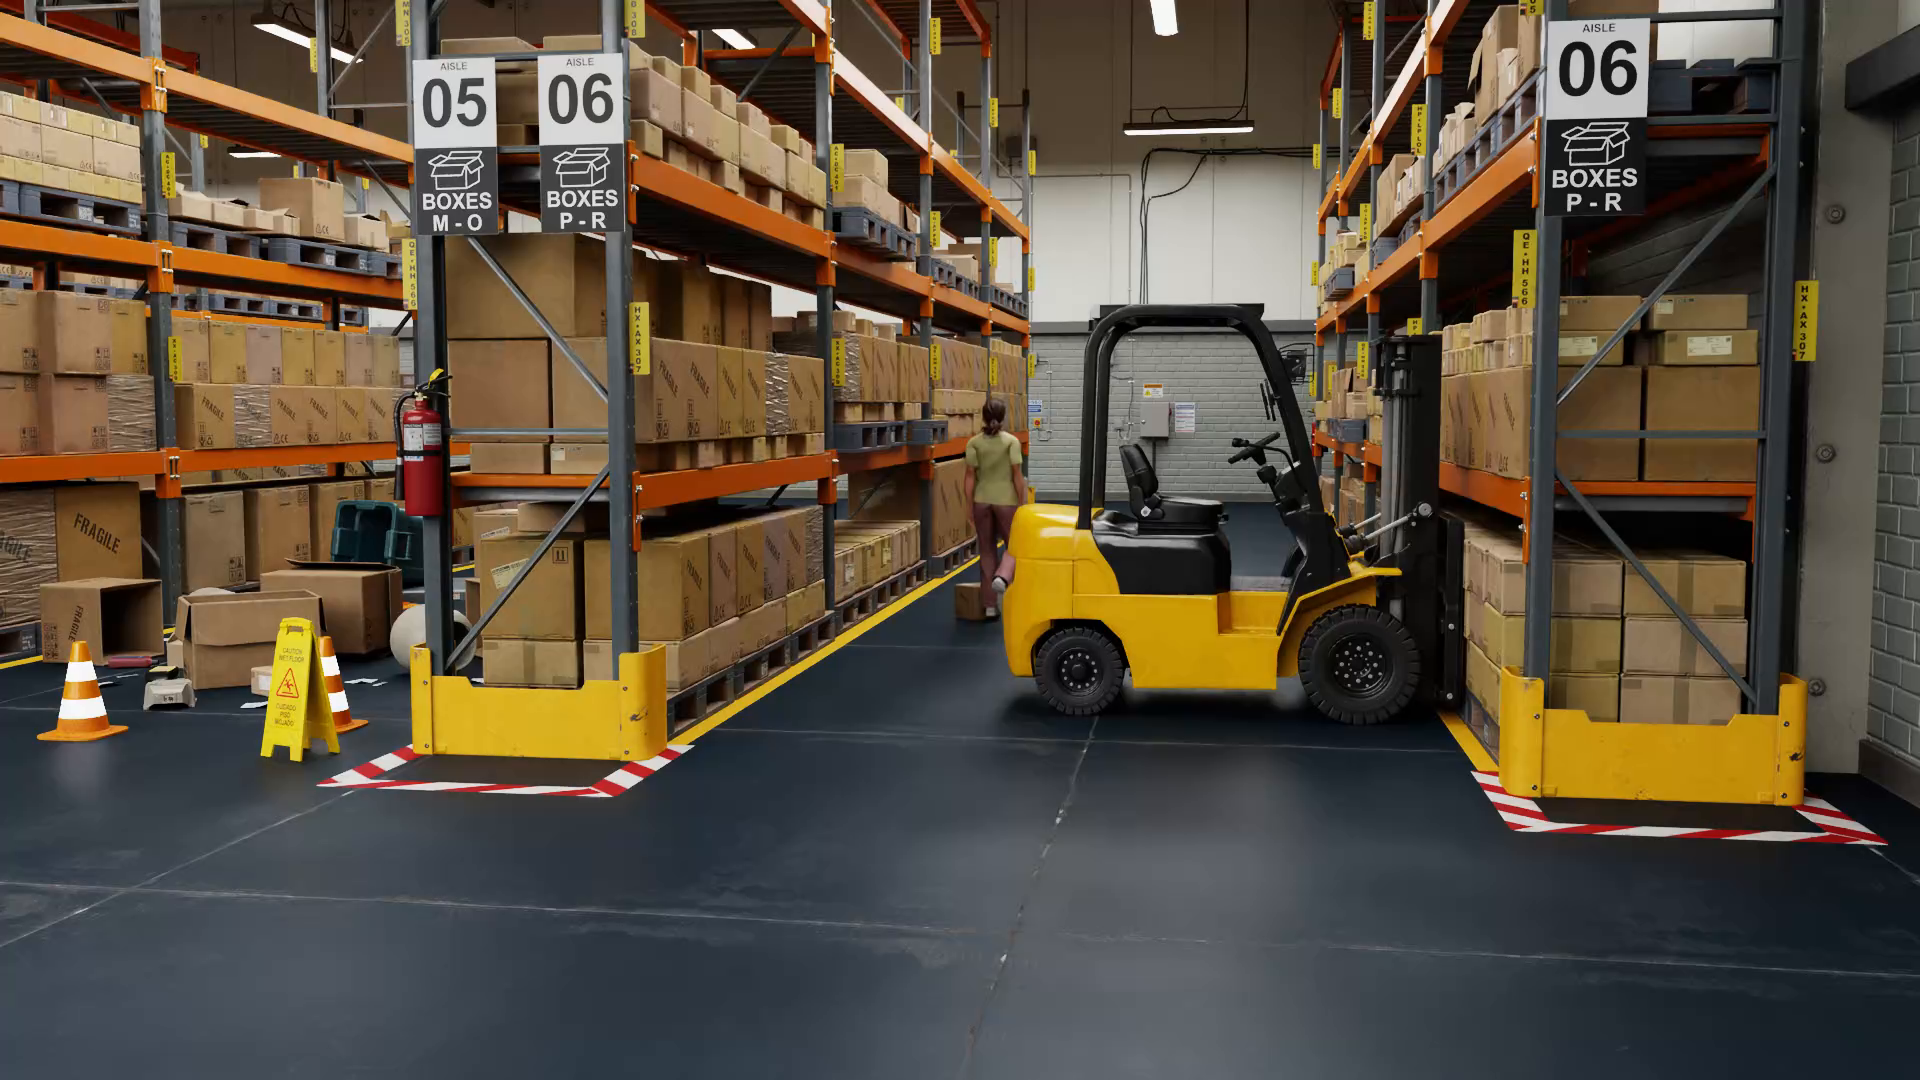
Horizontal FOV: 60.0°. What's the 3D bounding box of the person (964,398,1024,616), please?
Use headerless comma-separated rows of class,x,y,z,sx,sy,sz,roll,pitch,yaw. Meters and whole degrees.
person,0.265,-0.243,12.586,0.467,1.662,0.532,1,5,11
